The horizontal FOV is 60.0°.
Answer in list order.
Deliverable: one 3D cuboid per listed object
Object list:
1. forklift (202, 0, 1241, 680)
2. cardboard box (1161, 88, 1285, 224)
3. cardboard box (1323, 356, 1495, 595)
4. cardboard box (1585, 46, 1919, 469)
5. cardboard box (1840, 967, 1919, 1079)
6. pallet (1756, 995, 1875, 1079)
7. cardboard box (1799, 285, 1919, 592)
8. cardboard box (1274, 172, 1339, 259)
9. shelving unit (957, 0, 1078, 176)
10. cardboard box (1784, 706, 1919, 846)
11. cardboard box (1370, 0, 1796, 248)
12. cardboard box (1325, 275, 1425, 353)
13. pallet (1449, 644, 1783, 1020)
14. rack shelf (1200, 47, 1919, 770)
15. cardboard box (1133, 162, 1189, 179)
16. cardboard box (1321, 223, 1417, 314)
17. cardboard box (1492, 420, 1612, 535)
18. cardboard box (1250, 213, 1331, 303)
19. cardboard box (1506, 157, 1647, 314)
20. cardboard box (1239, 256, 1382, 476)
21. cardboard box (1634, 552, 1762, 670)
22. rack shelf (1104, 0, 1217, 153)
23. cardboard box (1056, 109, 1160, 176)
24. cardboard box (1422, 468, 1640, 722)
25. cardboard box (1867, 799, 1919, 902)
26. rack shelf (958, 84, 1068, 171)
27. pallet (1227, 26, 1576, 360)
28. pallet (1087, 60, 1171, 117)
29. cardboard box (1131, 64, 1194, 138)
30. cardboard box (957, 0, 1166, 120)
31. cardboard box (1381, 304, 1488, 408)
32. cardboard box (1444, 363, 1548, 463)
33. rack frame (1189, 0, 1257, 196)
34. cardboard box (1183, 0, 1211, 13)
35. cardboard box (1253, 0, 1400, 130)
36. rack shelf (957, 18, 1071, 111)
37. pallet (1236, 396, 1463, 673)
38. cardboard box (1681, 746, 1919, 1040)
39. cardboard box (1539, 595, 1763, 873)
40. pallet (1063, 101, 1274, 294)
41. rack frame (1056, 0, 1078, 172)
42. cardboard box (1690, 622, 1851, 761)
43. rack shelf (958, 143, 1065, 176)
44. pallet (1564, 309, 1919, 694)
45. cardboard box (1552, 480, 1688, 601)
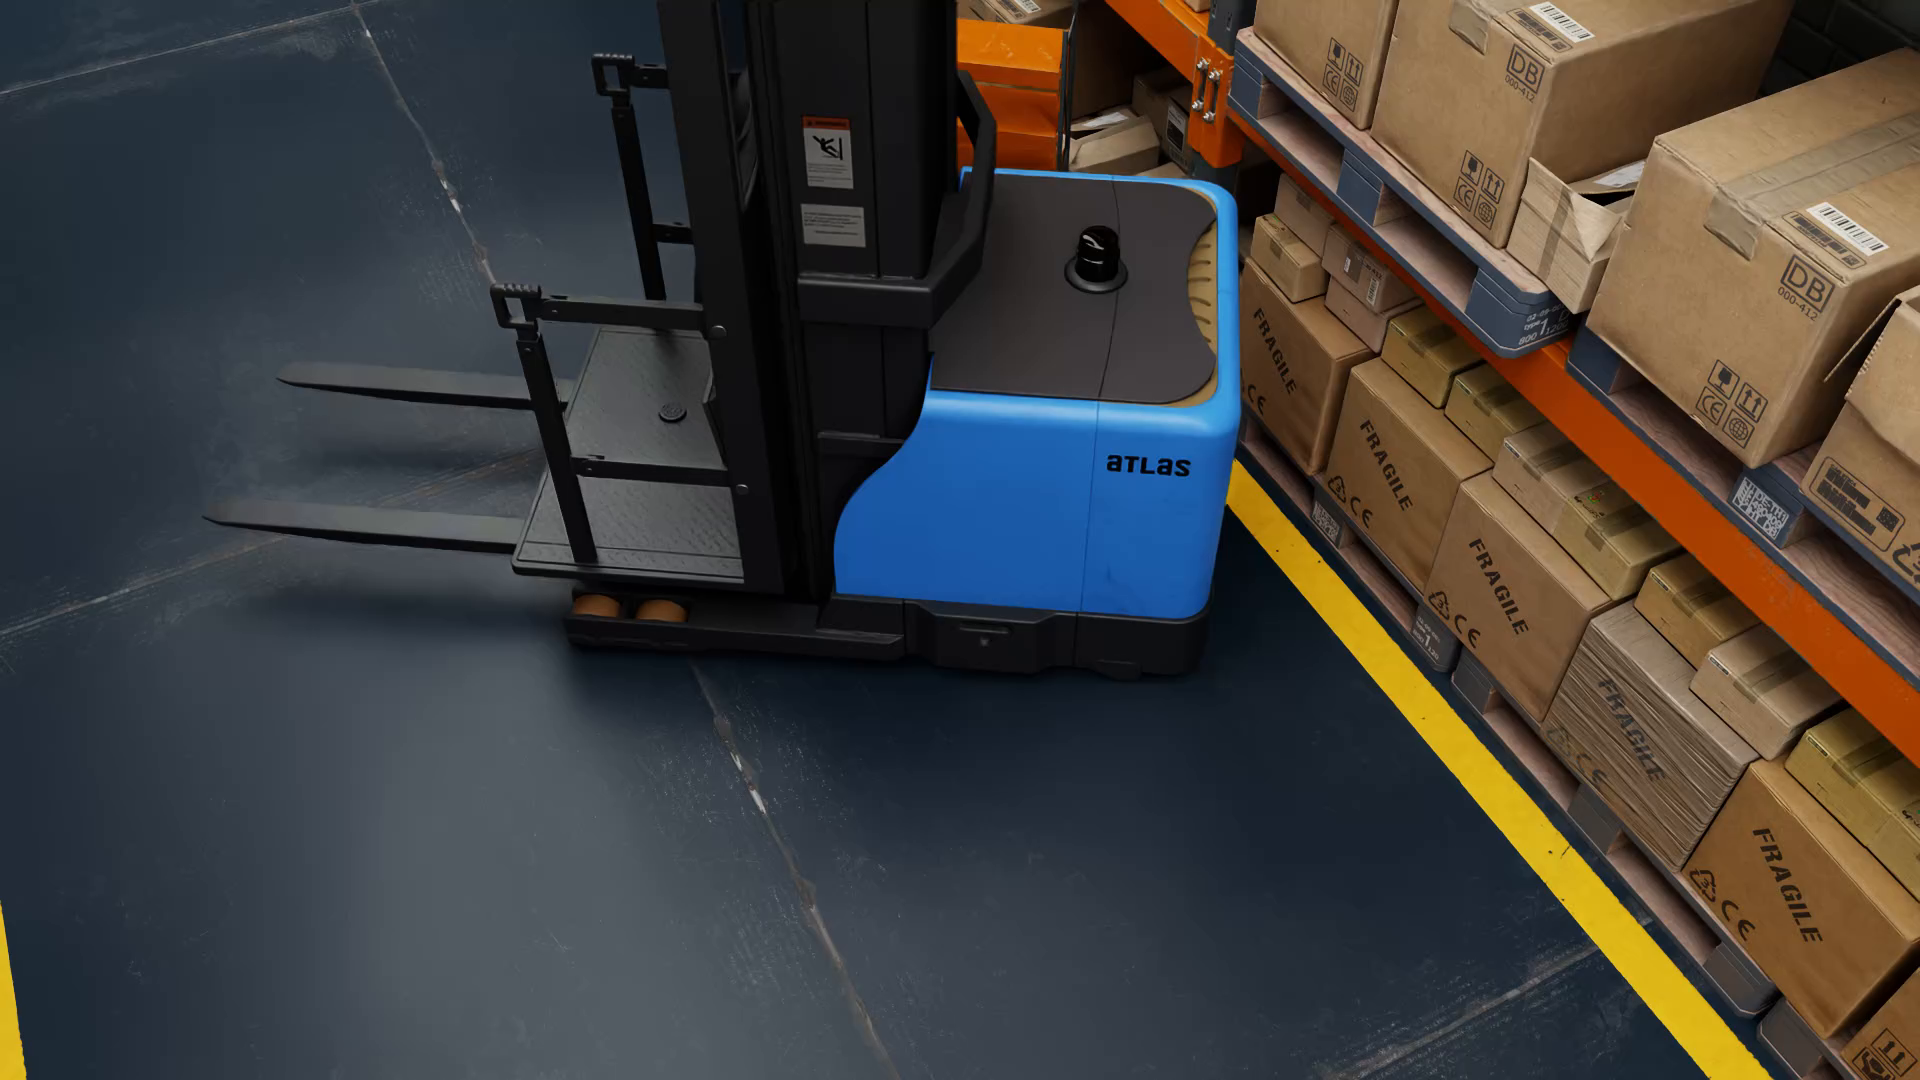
[{"bbox_3d":[-0.750,-1.026,4.200,3.031,2.935,1.130,4,49,4],"label":"forklift"},{"bbox_3d":[1.083,-1.468,6.048,0.500,0.311,0.500,-19,52,-16],"label":"cardboard box"},{"bbox_3d":[1.449,-0.252,4.860,0.500,0.500,0.500,-22,52,-18],"label":"cardboard box"},{"bbox_3d":[1.794,-0.590,3.428,0.700,0.500,0.500,-21,52,-18],"label":"cardboard box"},{"bbox_3d":[2.402,1.123,3.657,0.500,0.500,0.500,-22,52,-18],"label":"cardboard box"},{"bbox_3d":[2.698,1.391,3.893,1.003,0.211,1.213,-21,52,-18],"label":"pallet"},{"bbox_3d":[2.095,-0.215,3.098,0.797,0.503,0.637,-22,52,-18],"label":"cardboard box"},{"bbox_3d":[1.157,-1.007,4.891,0.380,0.149,0.250,-22,52,-18],"label":"cardboard box"},{"bbox_3d":[0.099,-1.255,5.551,0.503,1.200,0.258,8,49,7],"label":"shelving unit"},{"bbox_3d":[2.126,0.491,3.778,0.380,0.149,0.250,-22,52,-18],"label":"cardboard box"},{"bbox_3d":[1.435,-1.115,3.887,0.700,0.500,0.500,-21,52,-17],"label":"cardboard box"},{"bbox_3d":[1.299,-0.730,4.846,0.380,0.149,0.250,-22,53,-19],"label":"cardboard box"},{"bbox_3d":[2.144,0.576,4.606,1.003,0.211,1.213,-21,52,-18],"label":"pallet"},{"bbox_3d":[2.091,-0.116,3.837,1.077,0.370,4.000,-21,52,-18],"label":"rack shelf"},{"bbox_3d":[0.660,-1.163,5.889,0.380,0.149,0.250,-23,53,-19],"label":"cardboard box"},{"bbox_3d":[1.265,-0.829,4.735,0.380,0.149,0.250,-24,53,-19],"label":"cardboard box"},{"bbox_3d":[1.645,-0.203,4.386,0.380,0.149,0.250,-21,52,-18],"label":"cardboard box"},{"bbox_3d":[1.103,-0.888,4.985,0.380,0.149,0.250,-19,51,-16],"label":"cardboard box"},{"bbox_3d":[1.470,-0.723,3.700,0.396,0.266,0.258,-19,51,-16],"label":"cardboard box"},{"bbox_3d":[1.197,-0.605,5.168,0.500,0.500,0.500,-19,52,-16],"label":"cardboard box"},{"bbox_3d":[1.906,0.134,4.090,0.380,0.149,0.250,-21,52,-17],"label":"cardboard box"},{"bbox_3d":[0.260,-2.793,6.178,1.077,0.370,4.000,-21,52,-18],"label":"rack shelf"},{"bbox_3d":[0.496,-1.440,6.054,0.396,0.266,0.258,-19,52,-16],"label":"cardboard box"},{"bbox_3d":[1.674,0.083,4.566,0.500,0.500,0.500,-23,53,-19],"label":"cardboard box"},{"bbox_3d":[2.241,0.658,3.633,0.380,0.149,0.250,-20,52,-16],"label":"cardboard box"},{"bbox_3d":[0.099,-1.358,5.433,0.480,0.148,0.258,8,49,7],"label":"rack shelf"},{"bbox_3d":[1.444,-1.056,4.308,1.003,0.211,1.213,-21,52,-18],"label":"pallet"},{"bbox_3d":[0.300,-2.051,6.904,1.003,0.211,1.213,-21,52,-18],"label":"pallet"},{"bbox_3d":[0.885,-1.705,6.363,0.380,0.149,0.250,-22,52,-18],"label":"cardboard box"},{"bbox_3d":[0.372,-1.962,6.354,0.700,0.500,0.500,-23,53,-19],"label":"cardboard box"},{"bbox_3d":[1.426,-0.562,4.699,0.380,0.149,0.250,-24,53,-19],"label":"cardboard box"},{"bbox_3d":[1.564,-0.383,4.543,0.380,0.149,0.250,-22,52,-18],"label":"cardboard box"},{"bbox_3d":[1.176,-1.691,4.737,1.000,3.000,0.127,-21,52,-18],"label":"rack frame"},{"bbox_3d":[0.805,-1.735,4.942,0.380,0.149,0.250,-21,52,-17],"label":"cardboard box"},{"bbox_3d":[1.198,-1.462,4.190,0.700,0.500,0.500,-20,52,-17],"label":"cardboard box"},{"bbox_3d":[0.099,-1.514,5.255,0.480,0.148,0.258,8,49,7],"label":"rack shelf"},{"bbox_3d":[1.581,-0.242,5.321,1.003,0.211,1.213,-21,52,-18],"label":"pallet"},{"bbox_3d":[2.160,0.774,3.962,0.500,0.500,0.500,-19,52,-16],"label":"cardboard box"},{"bbox_3d":[1.906,0.432,4.261,0.500,0.500,0.500,-23,53,-19],"label":"cardboard box"},{"bbox_3d":[0.862,-1.233,6.189,1.003,0.211,1.213,-21,52,-18],"label":"pallet"},{"bbox_3d":[0.339,-1.221,5.520,0.015,1.200,0.240,8,49,7],"label":"rack frame"},{"bbox_3d":[1.973,0.316,3.931,0.380,0.149,0.250,-23,53,-19],"label":"cardboard box"},{"bbox_3d":[0.099,-1.211,5.601,0.480,0.148,0.258,8,49,7],"label":"rack shelf"},{"bbox_3d":[2.112,-0.251,3.604,1.003,0.211,1.213,-21,52,-18],"label":"pallet"},{"bbox_3d":[1.756,-0.036,4.240,0.380,0.149,0.250,-19,52,-16],"label":"cardboard box"}]
